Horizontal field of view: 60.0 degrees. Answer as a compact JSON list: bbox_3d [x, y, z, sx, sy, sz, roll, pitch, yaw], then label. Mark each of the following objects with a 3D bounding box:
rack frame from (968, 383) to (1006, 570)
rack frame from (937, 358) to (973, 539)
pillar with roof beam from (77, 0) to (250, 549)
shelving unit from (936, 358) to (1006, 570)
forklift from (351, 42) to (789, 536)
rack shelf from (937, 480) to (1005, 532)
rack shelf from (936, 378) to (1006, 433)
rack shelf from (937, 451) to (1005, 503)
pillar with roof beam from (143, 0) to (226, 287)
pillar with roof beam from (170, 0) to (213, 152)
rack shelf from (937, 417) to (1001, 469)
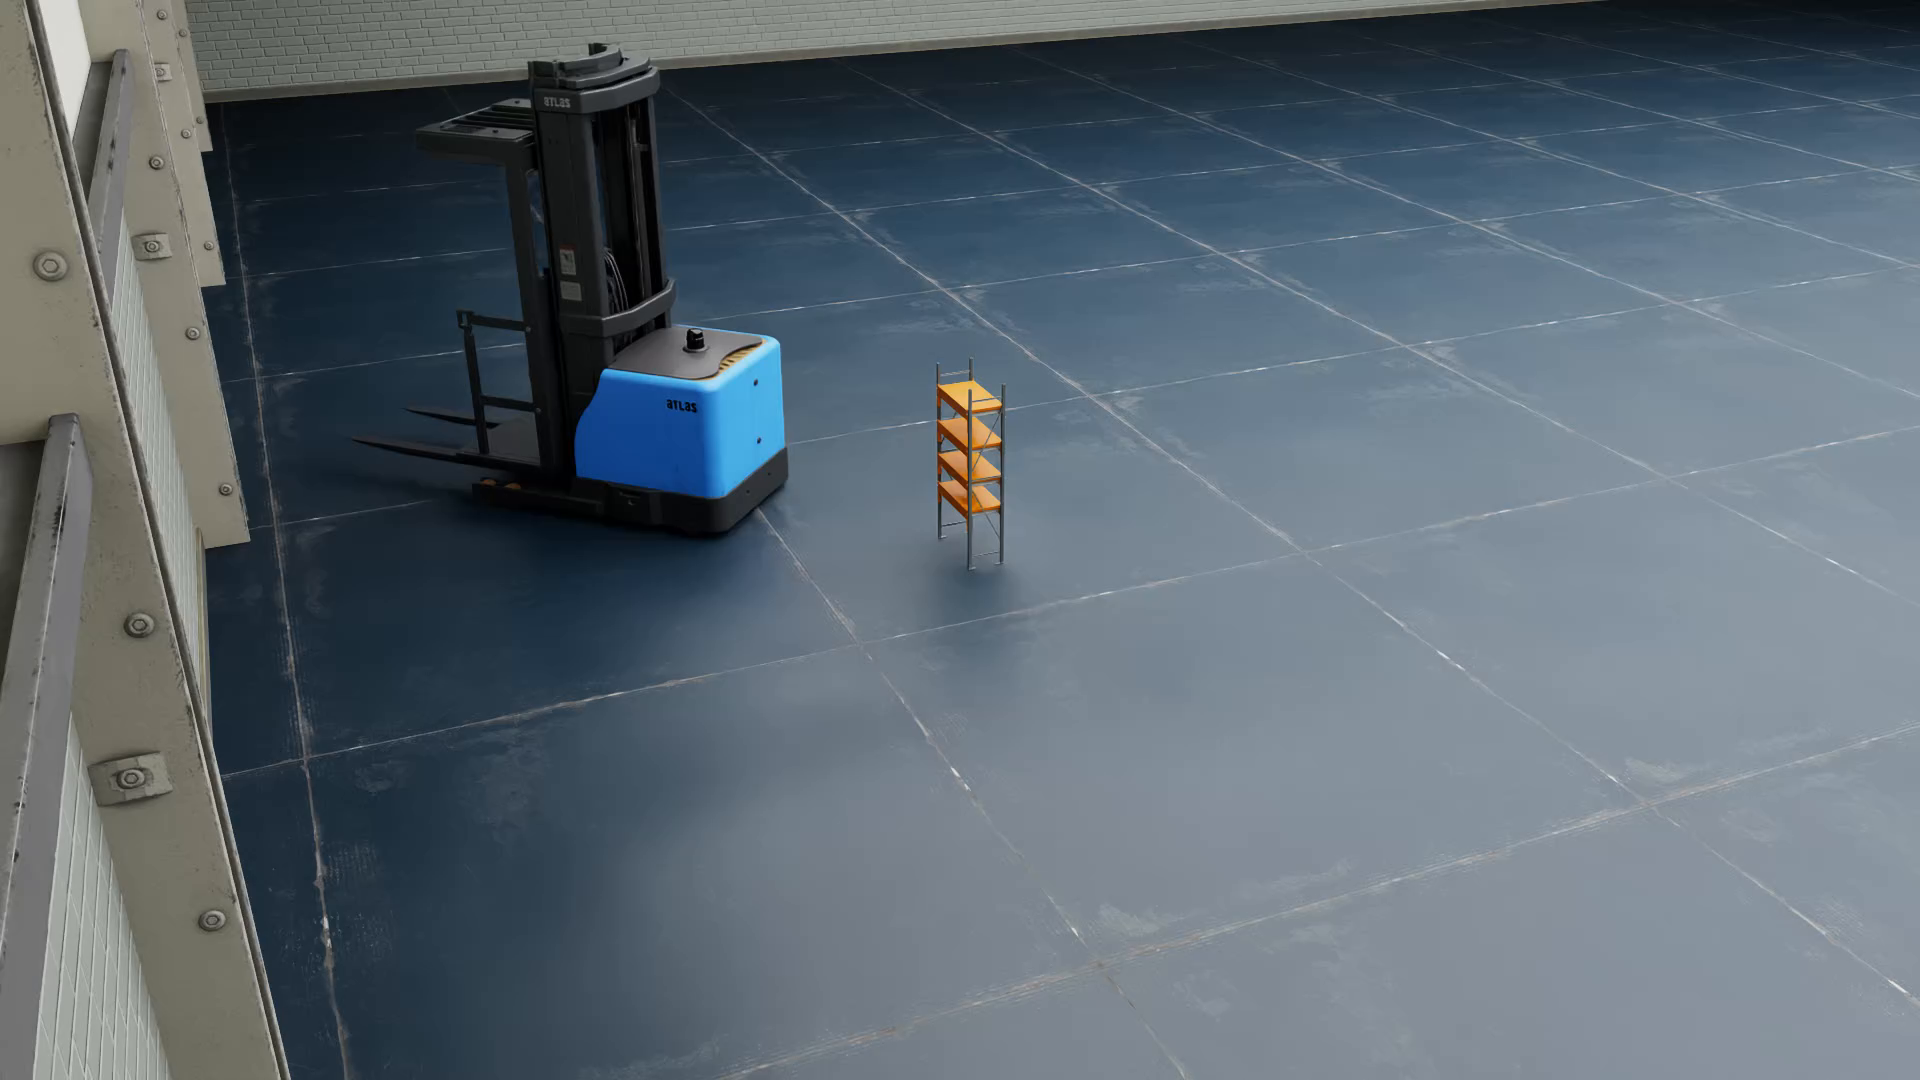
[{"bbox_3d":[0.160,-0.374,10.148,0.240,1.200,0.015,-11,28,-21],"label":"rack frame"},{"bbox_3d":[-0.031,-0.571,10.552,0.240,1.200,0.015,-11,28,-21],"label":"rack frame"},{"bbox_3d":[-0.839,-4.828,10.382,9.100,9.000,0.400,-11,28,-21],"label":"pillar with roof beam"},{"bbox_3d":[0.065,-0.472,10.350,0.258,1.200,0.503,-11,28,-21],"label":"shelving unit"},{"bbox_3d":[-2.754,-1.734,10.961,3.031,2.935,1.130,9,28,18],"label":"forklift"},{"bbox_3d":[0.065,-0.233,10.467,0.258,0.148,0.480,-11,28,-21],"label":"rack shelf"},{"bbox_3d":[0.065,-0.825,10.177,0.258,0.148,0.480,-11,28,-21],"label":"rack shelf"},{"bbox_3d":[0.065,-0.412,10.379,0.258,0.148,0.480,-11,28,-21],"label":"rack shelf"},{"bbox_3d":[-3.188,-7.250,15.343,9.100,9.000,0.400,-11,28,-21],"label":"pillar with roof beam"},{"bbox_3d":[-5.538,-9.672,20.304,9.100,9.000,0.400,-11,28,-21],"label":"pillar with roof beam"},{"bbox_3d":[0.065,-0.613,10.281,0.258,0.148,0.480,-11,28,-21],"label":"rack shelf"}]
